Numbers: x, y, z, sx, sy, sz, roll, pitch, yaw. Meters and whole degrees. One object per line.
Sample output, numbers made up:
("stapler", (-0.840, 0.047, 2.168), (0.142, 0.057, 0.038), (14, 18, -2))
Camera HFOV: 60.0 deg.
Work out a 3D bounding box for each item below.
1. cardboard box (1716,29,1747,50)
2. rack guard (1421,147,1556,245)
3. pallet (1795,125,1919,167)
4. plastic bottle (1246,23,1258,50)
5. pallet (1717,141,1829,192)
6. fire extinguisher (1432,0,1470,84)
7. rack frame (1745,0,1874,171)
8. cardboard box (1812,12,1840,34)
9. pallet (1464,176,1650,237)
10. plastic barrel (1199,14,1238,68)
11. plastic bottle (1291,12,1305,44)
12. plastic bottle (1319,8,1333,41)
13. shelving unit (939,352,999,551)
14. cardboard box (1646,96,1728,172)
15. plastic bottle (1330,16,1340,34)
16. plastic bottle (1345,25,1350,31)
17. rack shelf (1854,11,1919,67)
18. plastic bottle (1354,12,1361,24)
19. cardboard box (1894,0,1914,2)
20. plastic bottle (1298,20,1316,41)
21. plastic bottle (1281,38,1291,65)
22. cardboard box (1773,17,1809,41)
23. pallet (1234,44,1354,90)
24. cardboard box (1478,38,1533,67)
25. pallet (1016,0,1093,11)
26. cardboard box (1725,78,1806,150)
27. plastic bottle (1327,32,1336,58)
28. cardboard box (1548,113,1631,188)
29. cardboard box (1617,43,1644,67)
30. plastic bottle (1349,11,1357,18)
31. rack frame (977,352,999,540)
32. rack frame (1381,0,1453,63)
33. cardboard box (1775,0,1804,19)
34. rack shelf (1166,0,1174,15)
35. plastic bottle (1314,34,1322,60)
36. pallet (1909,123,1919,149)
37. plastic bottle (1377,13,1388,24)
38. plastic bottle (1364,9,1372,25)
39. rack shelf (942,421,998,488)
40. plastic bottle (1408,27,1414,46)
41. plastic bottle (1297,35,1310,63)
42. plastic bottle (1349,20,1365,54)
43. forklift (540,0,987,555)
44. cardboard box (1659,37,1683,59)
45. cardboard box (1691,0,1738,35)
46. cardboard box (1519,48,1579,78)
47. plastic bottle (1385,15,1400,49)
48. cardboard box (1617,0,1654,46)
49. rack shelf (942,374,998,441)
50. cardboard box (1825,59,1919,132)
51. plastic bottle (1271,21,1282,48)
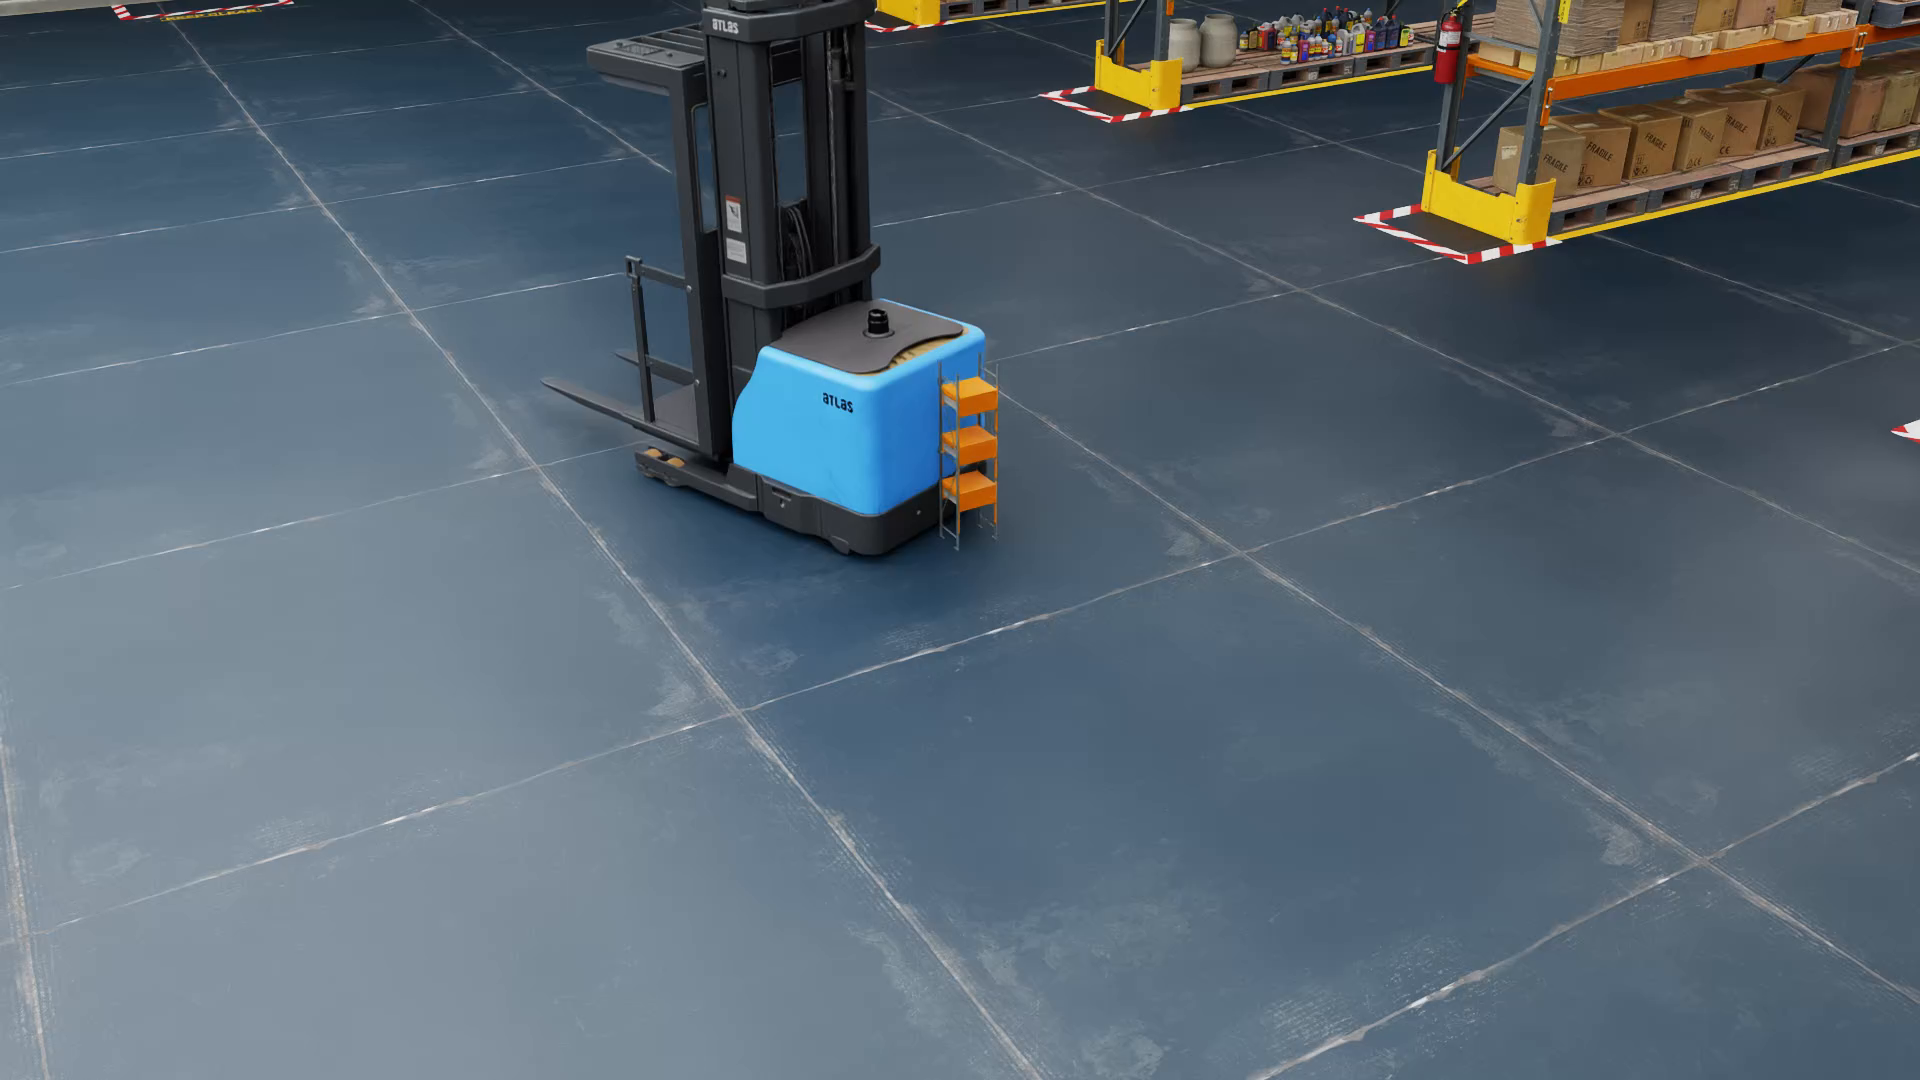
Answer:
("cardboard box", (6.476, -4.315, 14.224), (0.250, 0.149, 0.380), (-16, 33, -26))
("rack guard", (4.430, -2.906, 13.998), (0.348, 0.500, 1.175), (-16, 33, -26))
("pallet", (8.483, -3.931, 16.155), (1.213, 0.211, 1.003), (-16, 33, -26))
("plastic bottle", (3.308, -5.717, 18.860), (0.133, 0.283, 0.061), (-15, 32, -25))
("pallet", (7.252, -3.561, 15.484), (1.213, 0.211, 1.003), (-16, 33, -26))
("fire extinguisher", (4.032, -4.112, 13.676), (0.183, 0.674, 0.296), (-16, 33, -26))
("rack frame", (7.813, -4.961, 15.134), (0.127, 3.000, 1.000), (-16, 33, -26))
("cardboard box", (7.556, -4.618, 14.774), (0.250, 0.149, 0.380), (-16, 33, -26))
("pallet", (5.148, -2.963, 14.401), (1.213, 0.211, 1.003), (-16, 33, -26))
("plastic barrel", (2.816, -5.455, 18.171), (0.421, 0.512, 0.421), (0, 29, 0))
("plastic bottle", (3.868, -5.882, 19.090), (0.185, 0.351, 0.144), (-16, 33, -27))
("plastic bottle", (4.235, -5.986, 19.278), (0.185, 0.351, 0.144), (-17, 33, -28))
("shelving unit", (0.046, -0.473, 9.020), (0.252, 1.050, 0.215), (-16, 33, -26))
("cardboard box", (6.462, -3.641, 14.895), (0.500, 0.500, 0.500), (-19, 34, -31))
("plastic bottle", (4.334, -5.912, 19.226), (0.097, 0.271, 0.097), (0, 29, 0))
("plastic bottle", (4.376, -5.660, 18.758), (0.133, 0.283, 0.061), (-16, 33, -26))
("rack shelf", (9.537, -5.135, 16.195), (4.000, 0.370, 1.077), (-16, 33, -26))
("plastic bottle", (4.596, -5.997, 19.369), (0.133, 0.283, 0.061), (-16, 33, -26))
("cardboard box", (8.569, -5.543, 15.135), (1.000, 1.000, 1.000), (-16, 33, -26))
("plastic bottle", (3.965, -5.794, 19.007), (0.135, 0.276, 0.152), (-16, 33, -26))
("plastic bottle", (3.576, -5.357, 18.221), (0.097, 0.271, 0.097), (0, 29, 0))
("cardboard box", (7.151, -4.475, 14.514), (0.250, 0.149, 0.380), (-16, 33, -26))
("pallet", (3.650, -5.356, 18.736), (1.213, 0.211, 1.003), (-16, 33, -26))
("cardboard box", (4.505, -4.027, 13.703), (0.250, 0.149, 0.380), (-16, 33, -26))
("pallet", (1.037, -7.390, 22.422), (1.213, 0.211, 1.003), (-16, 33, -26))
("cardboard box", (7.448, -3.969, 15.490), (0.500, 0.500, 0.500), (-17, 33, -28))
("plastic bottle", (4.132, -5.515, 18.507), (0.097, 0.271, 0.097), (0, 29, 0))
("cardboard box", (5.409, -3.378, 14.418), (0.500, 0.500, 0.500), (-8, 30, -13))
("cardboard box", (5.384, -4.020, 13.690), (0.250, 0.149, 0.380), (-16, 33, -26))
("plastic bottle", (4.542, -6.038, 19.450), (0.135, 0.276, 0.152), (-15, 32, -25))
("rack frame", (0.151, -0.503, 9.074), (0.008, 1.050, 0.200), (-16, 33, -26))
("rack frame", (5.304, -7.024, 18.873), (0.127, 3.000, 1.000), (-16, 33, -26))
("cardboard box", (6.945, -4.943, 14.690), (0.500, 0.500, 0.875), (-16, 33, -26))
("rack shelf", (3.579, -6.219, 18.160), (4.000, 0.370, 1.077), (-16, 33, -26))
("plastic bottle", (3.958, -5.465, 18.417), (0.097, 0.271, 0.097), (0, 29, 0))
("pallet", (9.536, -4.232, 16.699), (1.213, 0.211, 1.003), (-16, 33, -26))
("plastic bottle", (4.821, -5.839, 19.013), (0.185, 0.351, 0.144), (-16, 33, -26))
("plastic bottle", (4.807, -6.127, 19.616), (0.097, 0.271, 0.097), (0, 29, 0))
("rack shelf", (0.046, -0.464, 9.025), (0.240, 0.259, 0.215), (-16, 33, -26))
("plastic bottle", (5.149, -5.773, 19.047), (0.097, 0.201, 0.097), (0, 29, 0))
("plastic bottle", (3.780, -5.410, 18.305), (0.133, 0.283, 0.061), (-15, 32, -26))
("plastic bottle", (4.450, -5.653, 18.675), (0.185, 0.351, 0.144), (-16, 33, -27))
("forklift", (-1.306, -1.775, 9.433), (3.031, 2.935, 1.130), (21, 35, 34))
("cardboard box", (5.805, -4.151, 13.927), (0.250, 0.149, 0.380), (-16, 33, -26))
("cardboard box", (6.113, -4.673, 14.202), (0.500, 0.500, 0.875), (-16, 33, -26))
("cardboard box", (4.731, -3.842, 13.367), (0.250, 0.149, 0.380), (-16, 33, -26))
("plastic bottle", (4.894, -5.779, 18.904), (0.185, 0.351, 0.144), (-17, 33, -28))
("cardboard box", (5.223, -4.451, 13.800), (0.500, 0.500, 0.875), (-16, 33, -26))
("rack shelf", (0.046, -0.712, 8.888), (0.240, 0.259, 0.215), (-16, 33, -26))
("cardboard box", (8.774, -4.309, 16.086), (0.500, 0.500, 0.700), (-16, 33, -27))
("plastic bottle", (3.567, -5.761, 18.949), (0.135, 0.276, 0.152), (-17, 33, -28))
